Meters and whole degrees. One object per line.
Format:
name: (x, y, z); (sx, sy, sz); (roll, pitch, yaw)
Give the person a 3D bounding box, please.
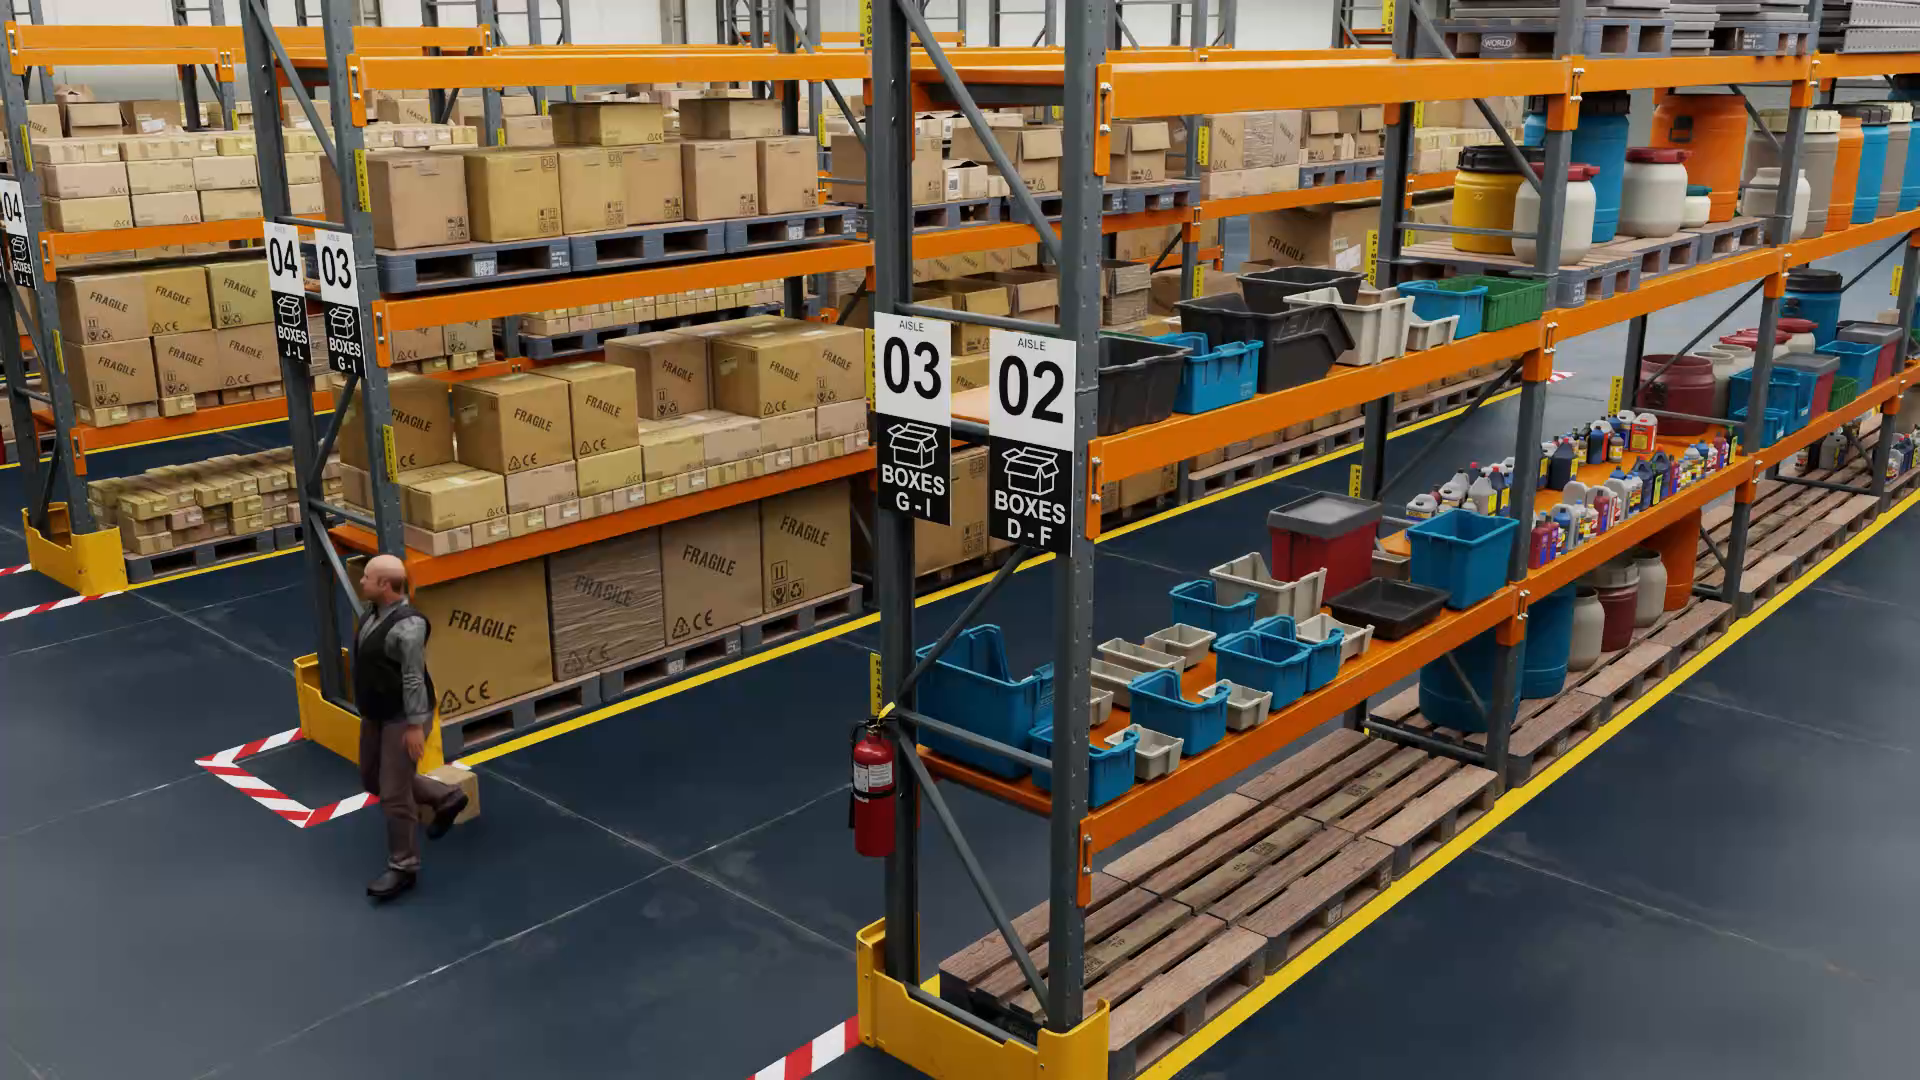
person: (-2.895, 0.898, 8.572); (0.711, 1.705, 0.569); (-15, 23, -41)
